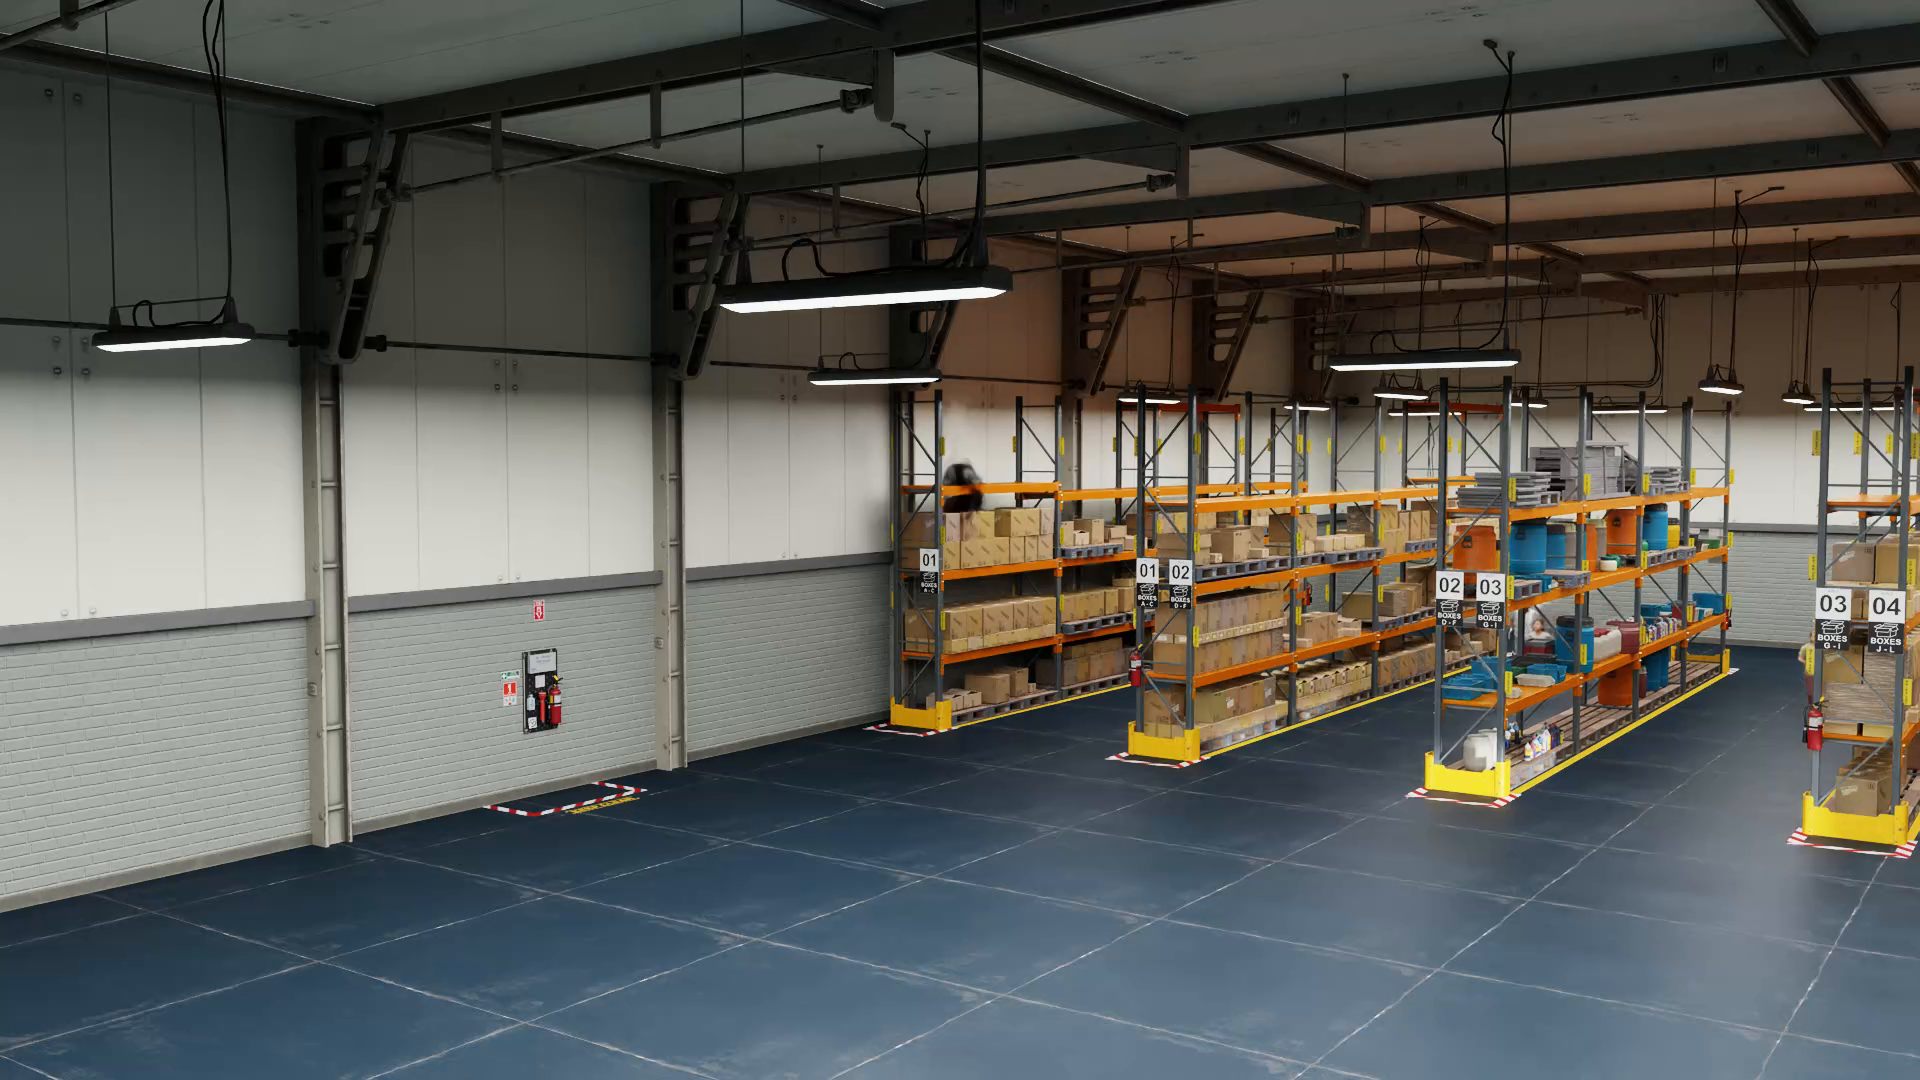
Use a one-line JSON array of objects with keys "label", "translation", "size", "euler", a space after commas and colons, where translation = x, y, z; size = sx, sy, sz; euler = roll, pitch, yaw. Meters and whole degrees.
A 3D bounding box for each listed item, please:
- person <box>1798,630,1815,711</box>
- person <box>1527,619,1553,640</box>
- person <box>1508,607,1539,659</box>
[{"label": "person", "translation": [15.457, 2.466, 30.097], "size": [0.529, 1.696, 0.887], "euler": [2, 4, 34]}, {"label": "person", "translation": [11.348, 2.363, 32.529], "size": [0.573, 1.654, 0.746], "euler": [2, 4, 37]}, {"label": "person", "translation": [12.180, 2.089, 35.958], "size": [0.667, 1.749, 0.758], "euler": [2, 4, 26]}]
